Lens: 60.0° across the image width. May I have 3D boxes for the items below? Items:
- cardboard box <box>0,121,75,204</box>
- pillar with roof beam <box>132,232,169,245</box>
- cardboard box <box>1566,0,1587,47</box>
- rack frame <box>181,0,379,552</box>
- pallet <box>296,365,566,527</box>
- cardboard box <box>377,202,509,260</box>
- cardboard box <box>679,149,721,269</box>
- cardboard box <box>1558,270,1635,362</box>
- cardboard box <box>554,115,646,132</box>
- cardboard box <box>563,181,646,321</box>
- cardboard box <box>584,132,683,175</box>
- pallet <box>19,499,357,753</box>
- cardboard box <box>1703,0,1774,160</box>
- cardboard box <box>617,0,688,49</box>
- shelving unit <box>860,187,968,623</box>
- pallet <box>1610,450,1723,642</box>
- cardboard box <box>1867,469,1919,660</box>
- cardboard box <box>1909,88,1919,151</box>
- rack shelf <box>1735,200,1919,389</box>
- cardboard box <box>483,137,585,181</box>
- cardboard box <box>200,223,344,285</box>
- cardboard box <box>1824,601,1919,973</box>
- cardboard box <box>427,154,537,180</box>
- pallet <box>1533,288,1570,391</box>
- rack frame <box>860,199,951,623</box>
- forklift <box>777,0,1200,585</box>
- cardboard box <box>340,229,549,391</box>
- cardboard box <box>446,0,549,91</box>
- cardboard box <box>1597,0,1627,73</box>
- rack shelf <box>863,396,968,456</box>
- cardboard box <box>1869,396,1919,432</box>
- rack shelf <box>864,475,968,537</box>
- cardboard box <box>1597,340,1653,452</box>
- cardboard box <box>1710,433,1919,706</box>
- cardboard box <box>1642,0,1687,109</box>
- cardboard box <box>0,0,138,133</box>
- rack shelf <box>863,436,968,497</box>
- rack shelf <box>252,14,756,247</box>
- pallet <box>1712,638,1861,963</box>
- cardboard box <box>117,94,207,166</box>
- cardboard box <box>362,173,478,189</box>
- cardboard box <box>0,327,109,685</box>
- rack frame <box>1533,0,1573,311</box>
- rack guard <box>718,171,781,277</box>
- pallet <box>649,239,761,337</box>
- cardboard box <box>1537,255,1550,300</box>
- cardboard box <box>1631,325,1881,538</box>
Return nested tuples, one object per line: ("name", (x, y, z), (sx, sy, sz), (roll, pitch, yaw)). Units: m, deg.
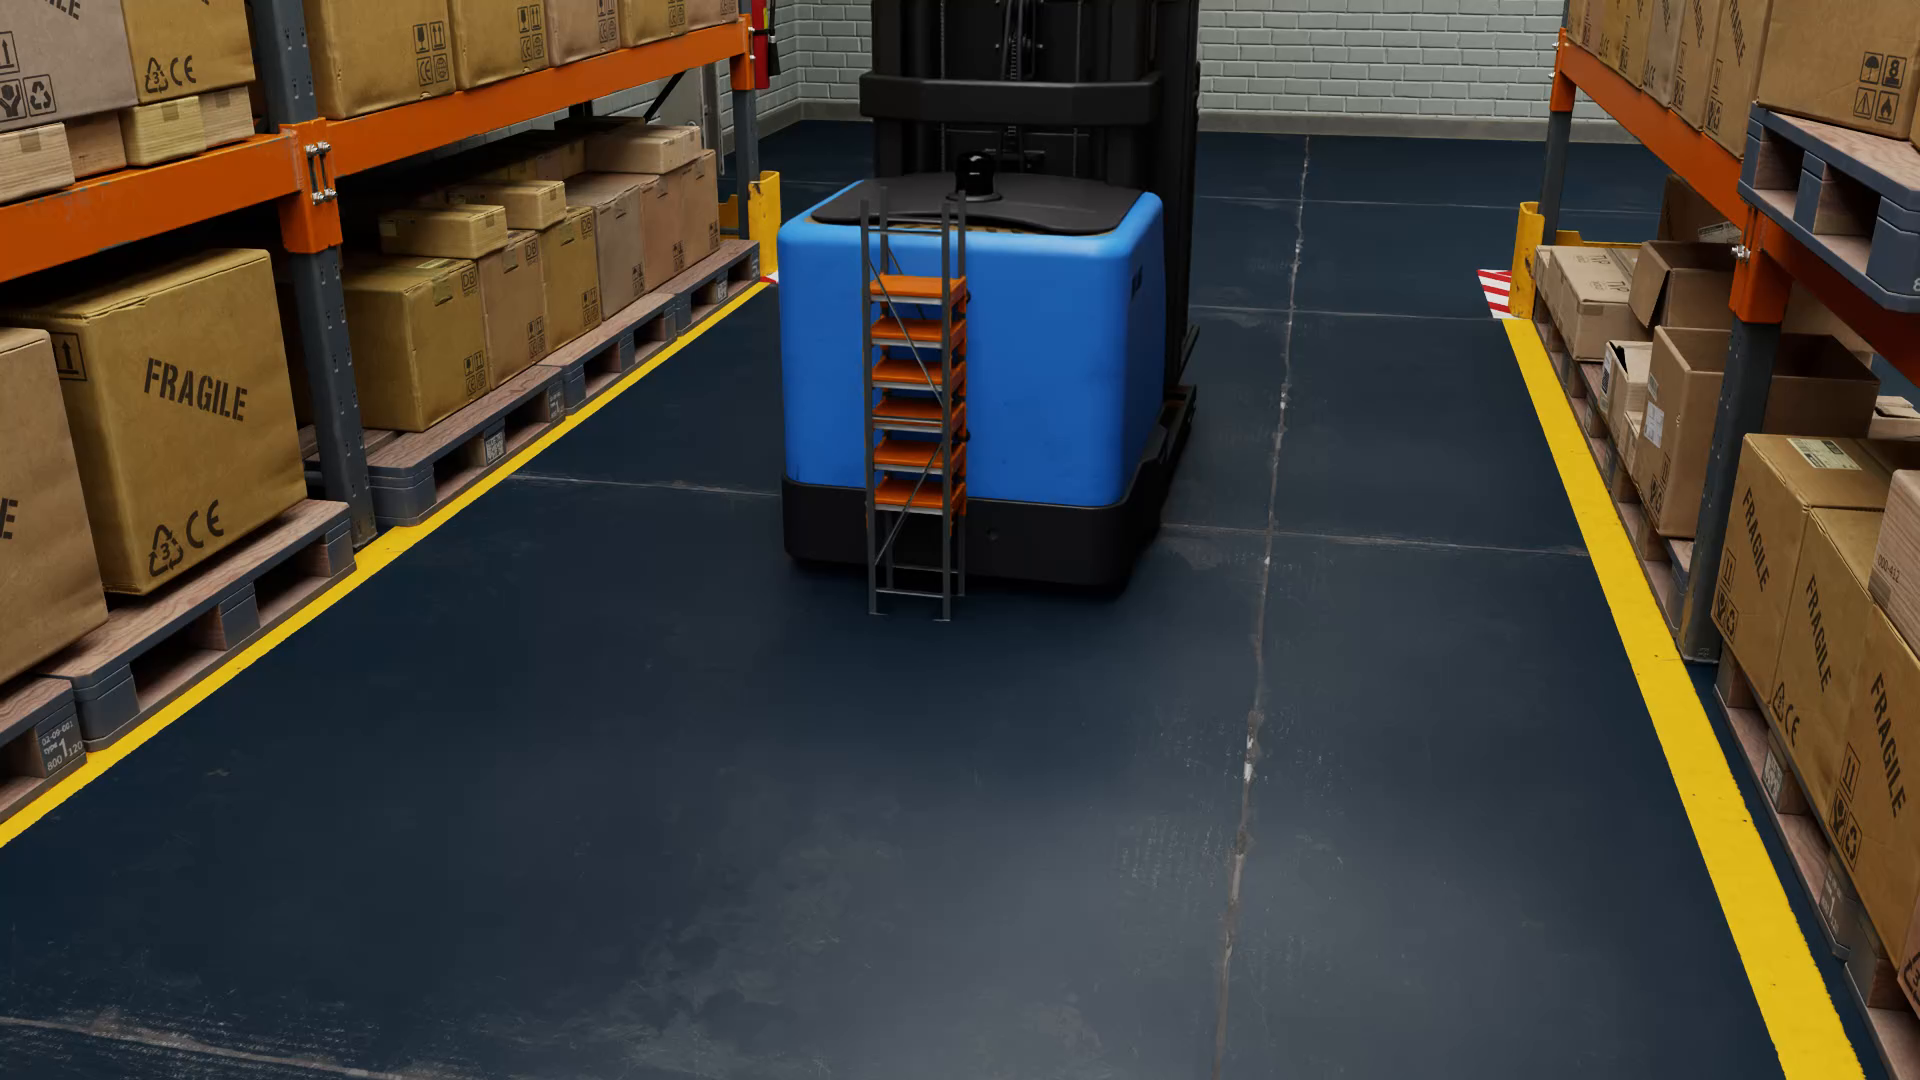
("cardboard box", (-2.296, -0.877, 3.824), (0.380, 0.149, 0.250), (4, 22, 11))
("pillar with roof beam", (1.128, -4.192, 3.717), (9.100, 9.000, 0.400), (4, 22, 11))
("cardboard box", (2.936, -2.406, 7.179), (0.500, 0.500, 0.500), (5, 22, 12))
("rack frame", (-2.382, -1.416, 4.853), (1.000, 3.000, 0.127), (4, 22, 11))
("pallet", (-2.150, -0.394, 6.050), (1.003, 0.211, 1.213), (4, 22, 11))
("cardboard box", (-1.881, -1.129, 6.057), (0.380, 0.149, 0.250), (5, 23, 13))
("cardboard box", (-1.611, -1.650, 8.219), (0.700, 0.500, 0.500), (4, 22, 11))
("cardboard box", (2.692, -0.888, 6.635), (0.500, 0.250, 0.500), (4, 22, 11))
("cardboard box", (-1.781, -2.012, 8.250), (0.380, 0.149, 0.250), (5, 22, 11))
("cardboard box", (-1.815, -1.283, 7.308), (0.700, 0.500, 0.500), (4, 22, 9))
("cardboard box", (-1.510, -1.797, 7.715), (0.380, 0.149, 0.250), (5, 22, 12))
("pallet", (-2.466, 0.166, 4.659), (1.003, 0.211, 1.213), (4, 22, 11))
("cardboard box", (2.319, -1.288, 4.403), (0.500, 0.500, 0.500), (5, 22, 12))
("cardboard box", (-1.798, -2.563, 7.302), (0.980, 0.700, 0.700), (4, 22, 10))
("shelving unit", (-0.123, -0.362, 4.646), (0.258, 1.200, 0.189), (5, 22, 12))
("pallet", (2.609, 0.003, 5.063), (1.003, 0.211, 1.213), (4, 22, 11))
("cardboard box", (1.927, 0.092, 2.862), (0.500, 0.250, 0.500), (5, 22, 11))
("cardboard box", (2.074, -0.868, 2.797), (0.700, 0.500, 0.500), (8, 23, 19))
("rack shelf", (2.060, 0.026, 2.237), (1.077, 0.370, 4.000), (4, 22, 11))
("cardboard box", (-1.935, -1.735, 7.562), (0.380, 0.149, 0.250), (5, 22, 11))
("cardboard box", (-2.353, -0.980, 5.686), (0.380, 0.149, 0.250), (4, 22, 11))
("cardboard box", (1.923, 0.453, 2.972), (0.500, 0.500, 0.500), (5, 22, 12))
("cardboard box", (-2.038, -1.548, 7.098), (0.380, 0.149, 0.250), (5, 22, 11))
("pallet", (3.107, -0.889, 7.279), (1.003, 0.211, 1.213), (4, 22, 11))
("rack frame", (-0.144, -0.329, 4.564), (0.240, 1.200, 0.006), (5, 22, 12))
("forklift", (0.299, -1.748, 5.769), (1.130, 2.935, 3.031), (5, 22, 12))
("cardboard box", (-2.024, -0.900, 6.357), (0.700, 0.500, 0.500), (4, 22, 10))
("cardboard box", (-2.101, -2.018, 5.948), (0.980, 0.700, 0.700), (4, 22, 10))
("cardboard box", (2.730, -2.034, 6.255), (0.500, 0.500, 0.500), (4, 22, 11))
("rack shelf", (-0.123, -0.321, 4.663), (0.258, 0.103, 0.180), (5, 22, 12))
("cardboard box", (2.932, -0.383, 5.494), (0.380, 0.166, 0.250), (4, 22, 11))
("rack shelf", (-0.123, -0.098, 4.753), (0.258, 0.103, 0.180), (5, 22, 12))
("cardboard box", (2.460, -0.500, 5.591), (0.500, 0.311, 0.500), (4, 22, 11))
("cardboard box", (2.131, 0.075, 3.911), (0.500, 0.500, 0.500), (3, 22, 8))
("cardboard box", (2.525, -1.665, 5.338), (0.500, 0.500, 0.500), (5, 22, 12))
("cardboard box", (-2.324, -1.234, 3.843), (0.500, 0.500, 0.500), (5, 22, 11))
("rack shelf", (-0.123, -0.209, 4.708), (0.258, 0.103, 0.180), (5, 22, 12))
("rack shelf", (-1.974, -1.813, 6.804), (1.077, 0.370, 4.000), (4, 22, 11))
("pallet", (2.339, 0.555, 3.694), (1.003, 0.211, 1.213), (4, 22, 11))
("cardboard box", (-2.202, -1.069, 4.302), (0.380, 0.149, 0.250), (5, 22, 12))
("cardboard box", (-2.142, -1.361, 6.634), (0.380, 0.149, 0.250), (5, 22, 11))
("cardboard box", (-2.566, -0.040, 3.754), (0.750, 0.750, 0.750), (5, 23, 13))
("rack frame", (3.284, -2.502, 7.551), (1.000, 3.000, 0.127), (4, 22, 11))
("rack guard", (-1.561, -1.728, 8.974), (1.175, 0.500, 0.348), (4, 22, 11))
("pallet", (-1.653, -1.286, 8.265), (1.003, 0.211, 1.213), (4, 22, 11))
("cardboard box", (2.811, -1.174, 7.456), (0.380, 0.166, 0.250), (4, 22, 11))
("cardboard box", (2.307, -0.314, 4.875), (0.500, 0.500, 0.500), (4, 22, 11))
